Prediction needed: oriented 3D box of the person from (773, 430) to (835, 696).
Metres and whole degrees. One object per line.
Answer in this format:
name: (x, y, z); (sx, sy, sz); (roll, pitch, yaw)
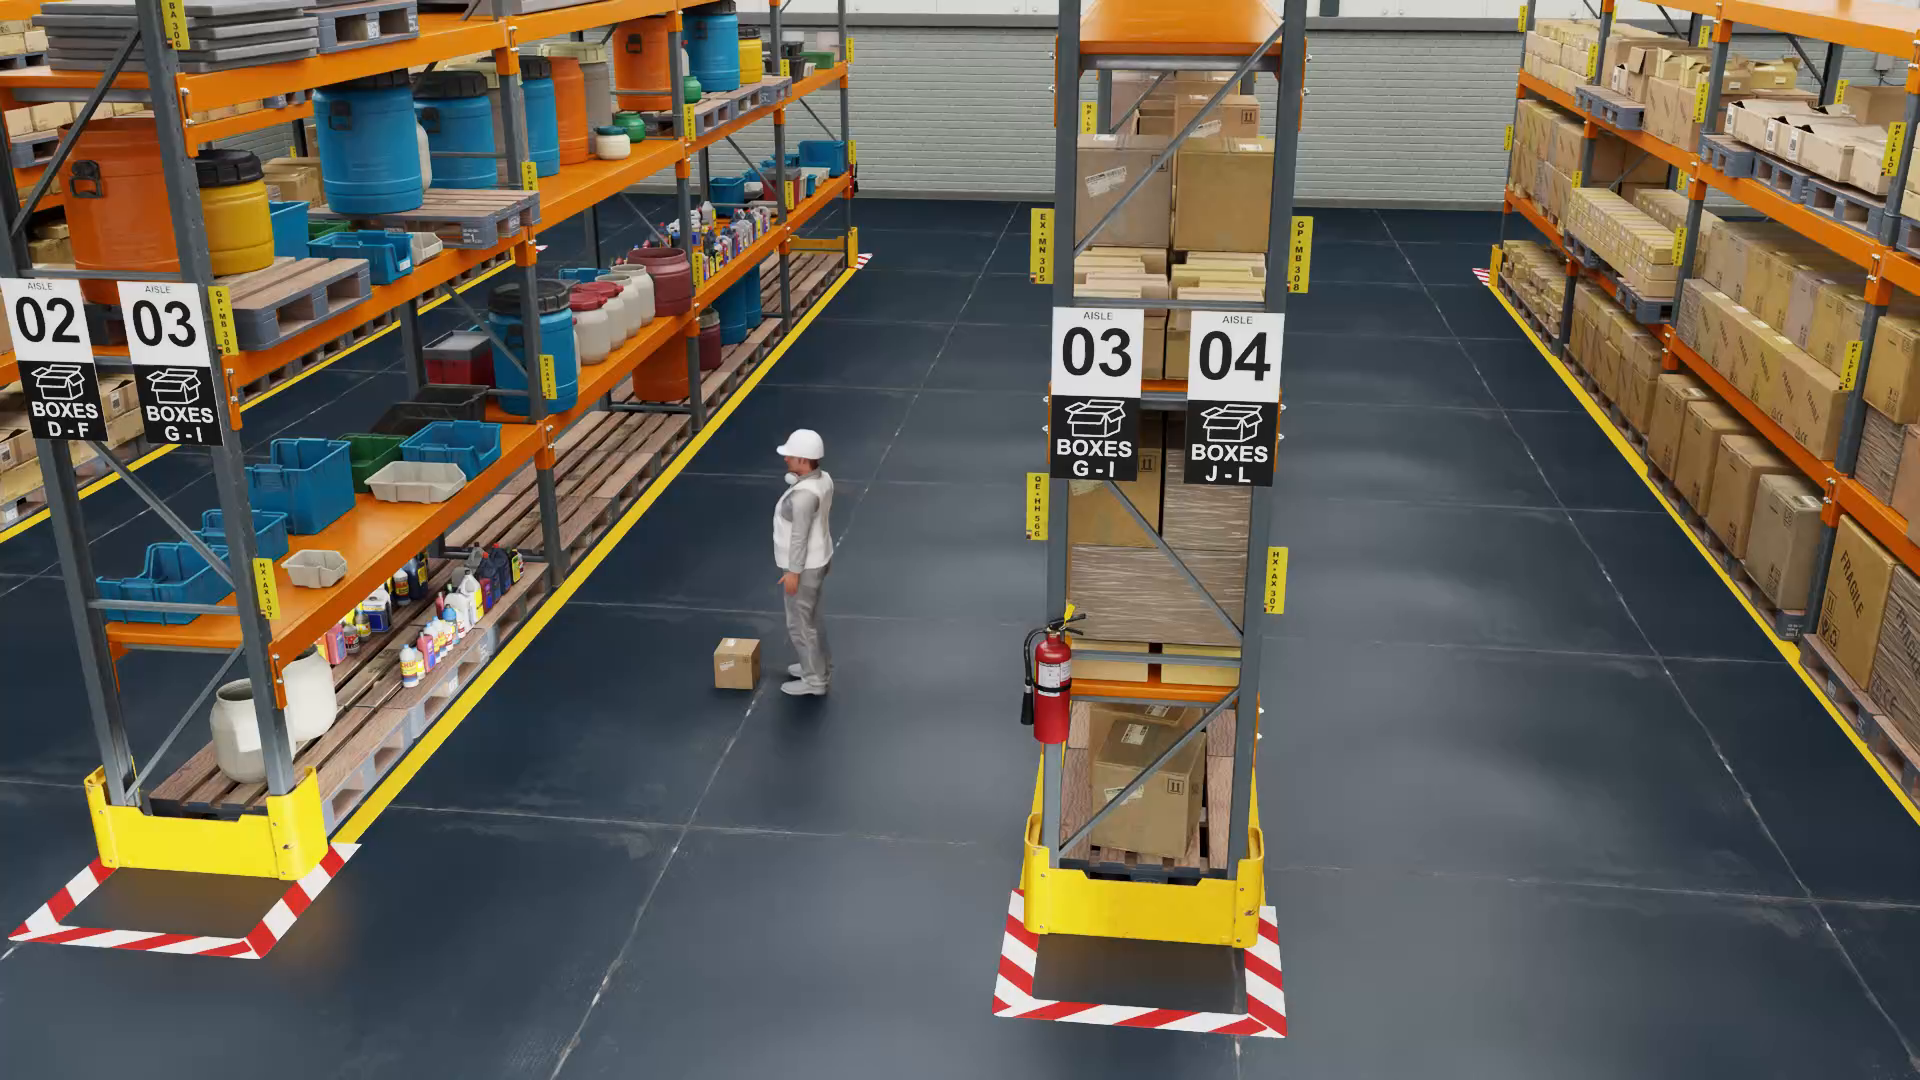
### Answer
person: (-1.005, 0.138, 10.692); (0.359, 1.767, 0.531); (3, 21, 8)
